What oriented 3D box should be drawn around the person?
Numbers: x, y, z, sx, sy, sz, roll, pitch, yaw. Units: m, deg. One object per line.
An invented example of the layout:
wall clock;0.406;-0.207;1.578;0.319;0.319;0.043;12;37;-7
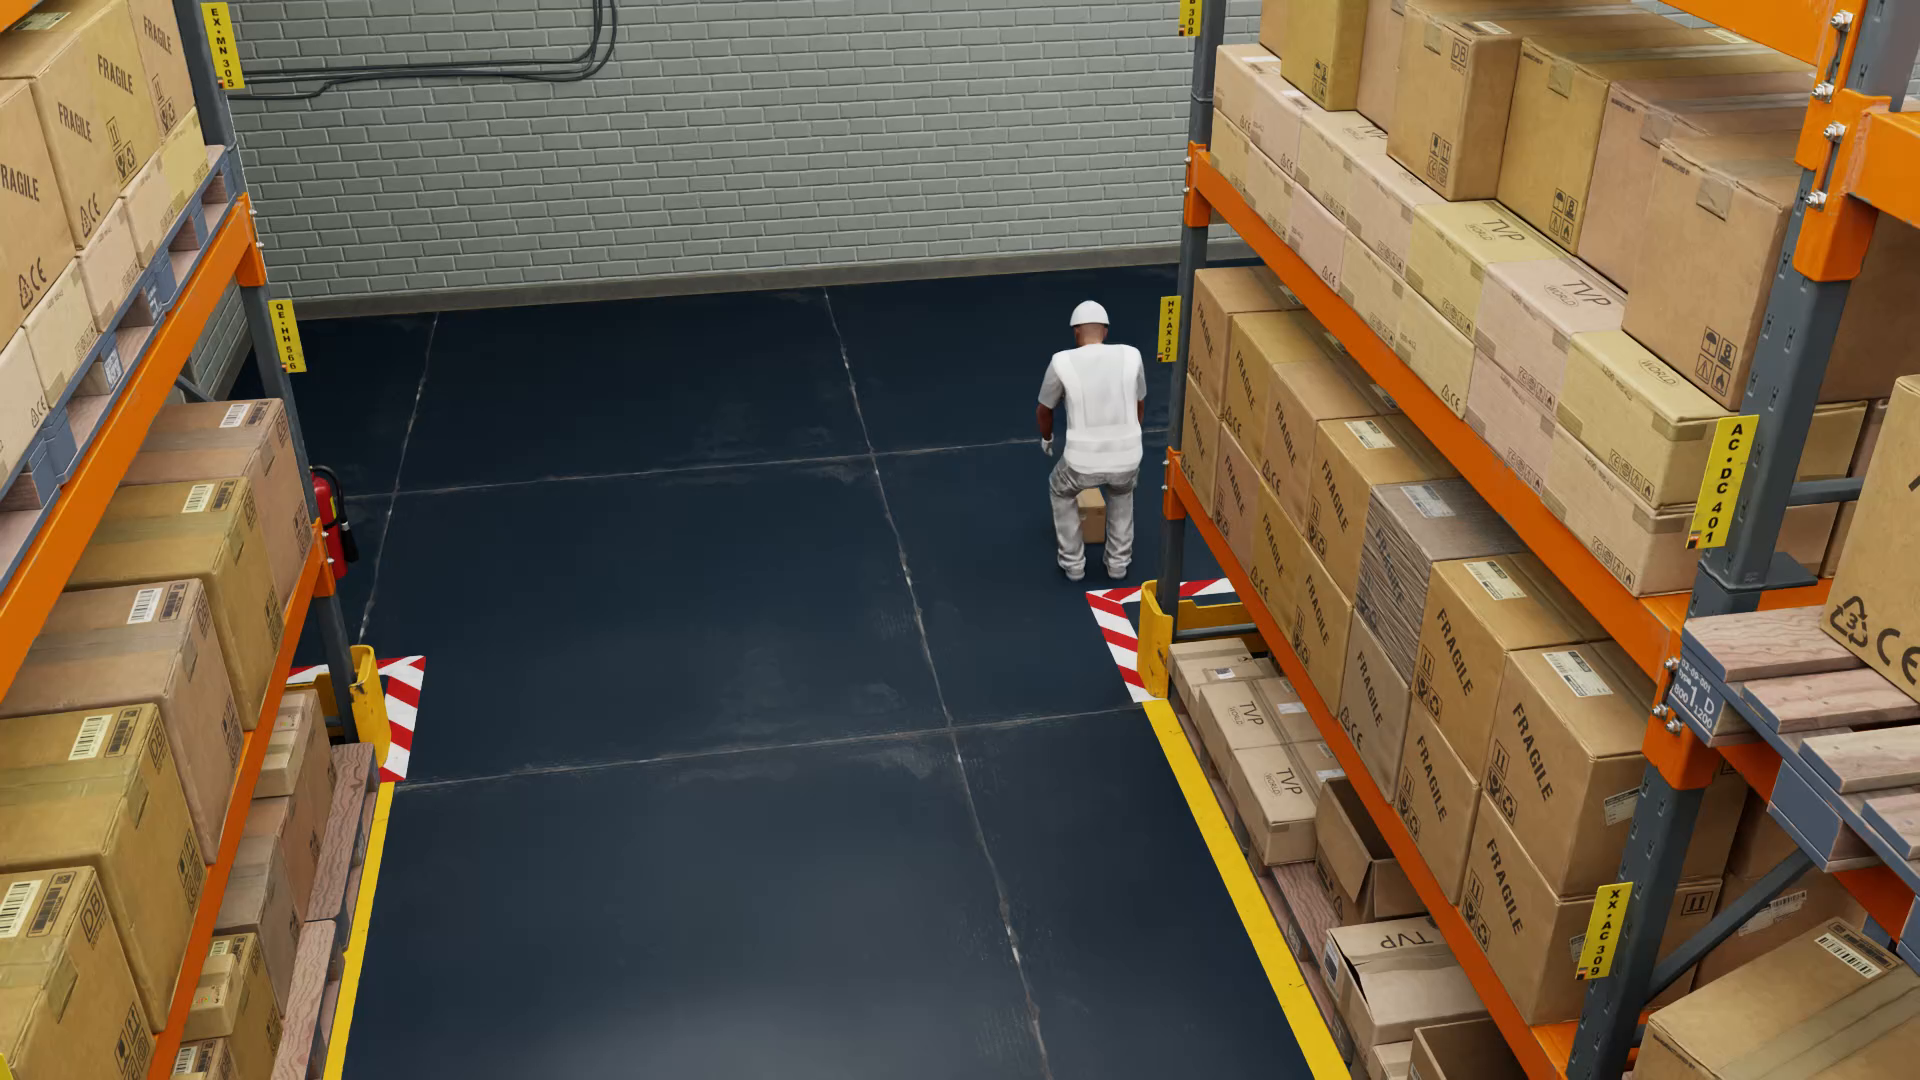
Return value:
person;0.727;-0.515;9.227;0.607;1.552;0.674;-3;31;-4
